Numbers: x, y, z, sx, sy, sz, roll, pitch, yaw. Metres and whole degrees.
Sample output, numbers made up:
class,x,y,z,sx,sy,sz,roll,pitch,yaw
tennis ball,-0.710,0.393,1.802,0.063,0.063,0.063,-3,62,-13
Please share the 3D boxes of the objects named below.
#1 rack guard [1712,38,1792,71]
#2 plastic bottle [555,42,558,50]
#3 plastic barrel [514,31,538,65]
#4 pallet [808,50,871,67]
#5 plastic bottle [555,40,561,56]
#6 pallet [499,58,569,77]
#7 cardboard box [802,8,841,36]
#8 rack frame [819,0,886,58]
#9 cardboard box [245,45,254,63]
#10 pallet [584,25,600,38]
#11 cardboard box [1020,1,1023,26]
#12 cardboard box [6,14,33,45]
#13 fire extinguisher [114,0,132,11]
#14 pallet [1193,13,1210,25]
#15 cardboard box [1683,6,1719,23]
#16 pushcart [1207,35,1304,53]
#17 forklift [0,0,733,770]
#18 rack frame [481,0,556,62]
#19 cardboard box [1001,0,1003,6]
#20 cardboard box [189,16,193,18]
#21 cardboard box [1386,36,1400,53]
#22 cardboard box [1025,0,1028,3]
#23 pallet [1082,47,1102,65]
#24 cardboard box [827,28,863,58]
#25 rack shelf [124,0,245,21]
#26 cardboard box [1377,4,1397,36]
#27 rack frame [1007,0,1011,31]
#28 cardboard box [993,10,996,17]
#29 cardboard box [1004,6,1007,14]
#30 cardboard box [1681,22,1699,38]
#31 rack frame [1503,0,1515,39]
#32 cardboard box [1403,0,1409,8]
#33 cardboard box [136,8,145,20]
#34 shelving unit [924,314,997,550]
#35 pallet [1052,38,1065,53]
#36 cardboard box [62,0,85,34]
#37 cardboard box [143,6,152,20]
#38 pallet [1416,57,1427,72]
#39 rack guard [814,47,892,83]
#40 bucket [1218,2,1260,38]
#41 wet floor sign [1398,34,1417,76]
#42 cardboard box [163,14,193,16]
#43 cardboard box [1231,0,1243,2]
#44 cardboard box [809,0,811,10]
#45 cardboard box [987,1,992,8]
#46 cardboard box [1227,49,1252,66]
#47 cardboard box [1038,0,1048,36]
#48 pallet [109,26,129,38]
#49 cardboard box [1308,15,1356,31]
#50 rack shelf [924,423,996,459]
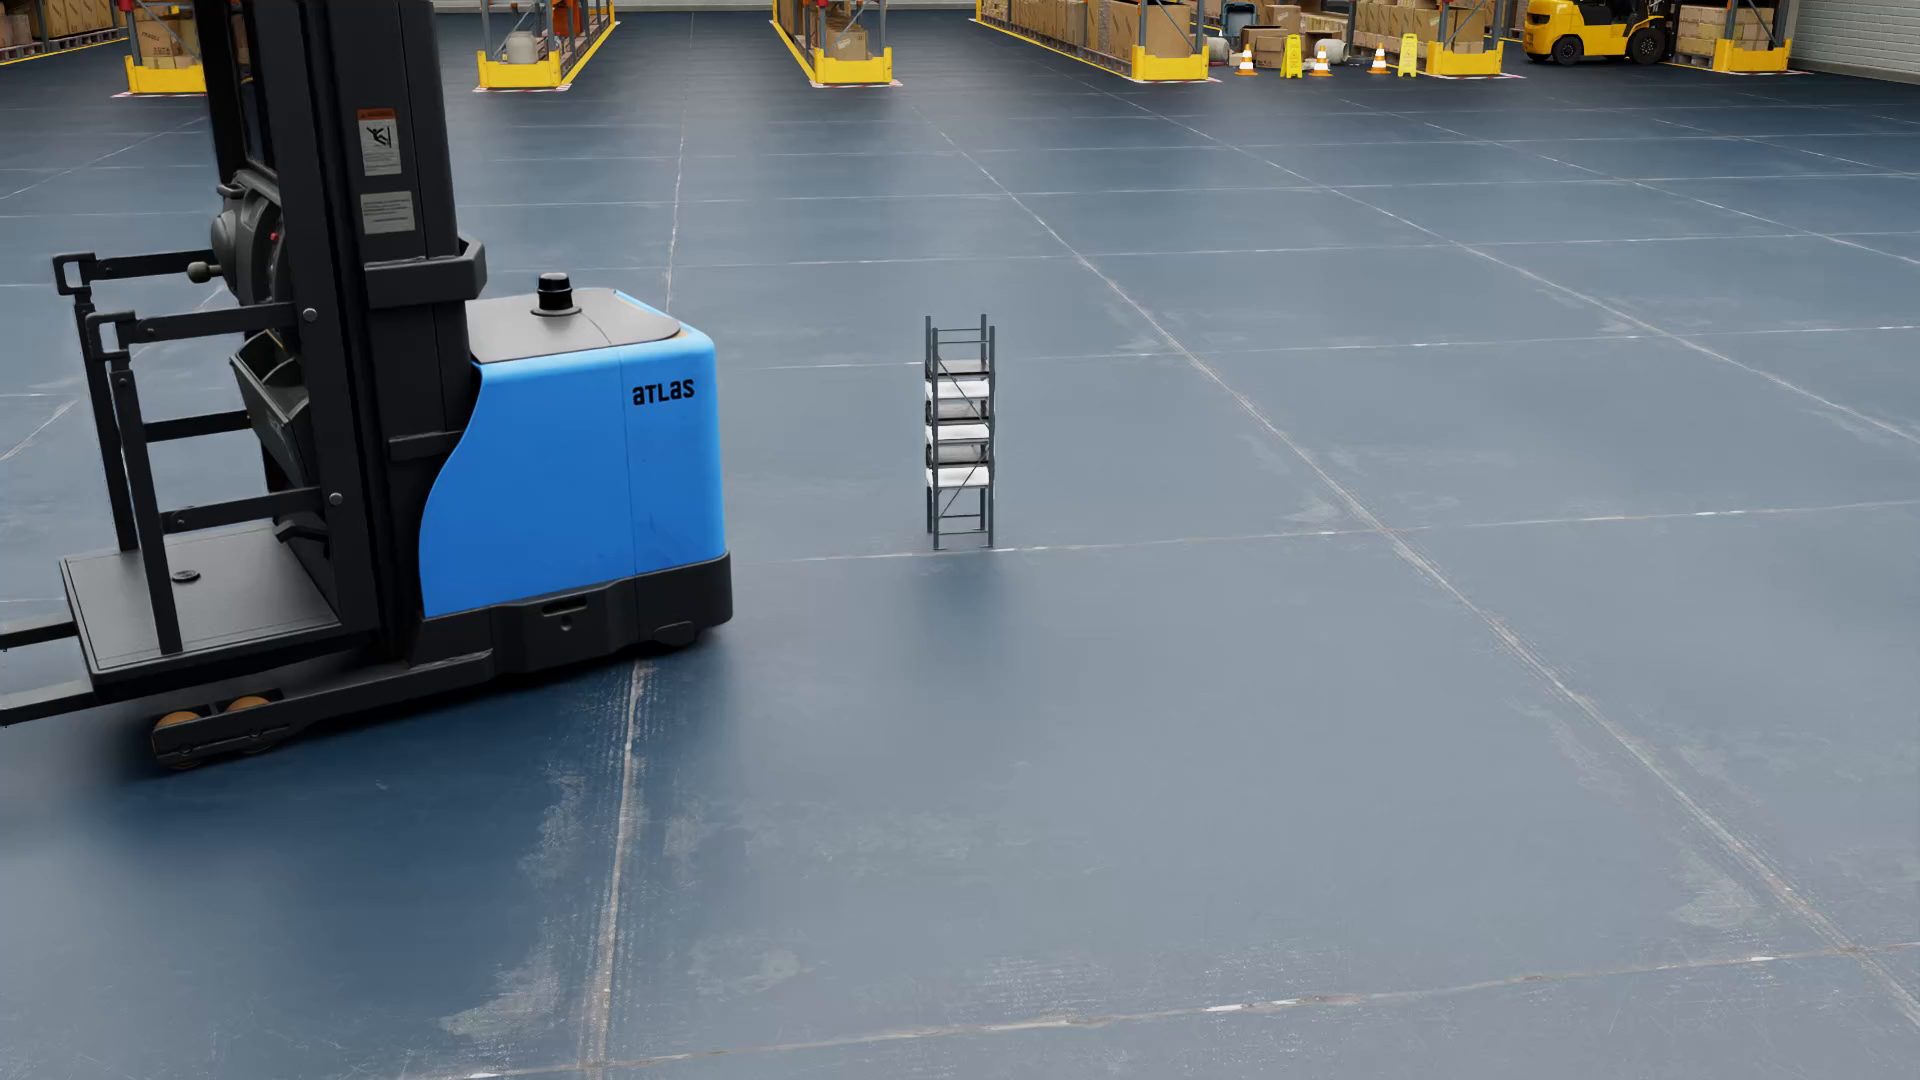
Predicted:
class,x,y,z,sx,sy,sz,roll,pitch,yaw
rack guard,13.089,-8.024,27.486,1.175,0.500,0.348,-3,21,-8
plastic bottle,-6.501,-7.859,26.723,0.061,0.283,0.133,-3,21,-7
plastic barrel,-6.776,-7.631,25.816,0.421,0.512,0.421,0,20,0
pallet,-2.077,-8.300,28.637,1.003,0.211,1.213,-3,21,-8
plastic bottle,-6.638,-8.074,27.311,0.152,0.276,0.135,-3,21,-7
pallet,-6.875,-7.623,26.824,1.003,0.211,1.213,-3,21,-8
cardboard box,-2.669,-10.026,32.217,0.700,0.500,0.500,-4,21,-11
rack frame,-1.632,-8.452,25.059,1.000,3.000,0.127,-3,21,-8
cardboard box,-11.580,-7.752,26.513,0.500,0.250,0.500,-3,21,-8
pallet,-8.193,-10.781,35.281,1.003,0.211,1.213,-3,21,-8
cardboard box,1.572,-11.215,35.428,0.500,0.500,0.500,-3,21,-7
cardboard box,-17.335,-9.261,30.168,0.700,0.500,0.500,-3,21,-7
fire extinguisher,-11.878,-7.853,23.566,0.296,0.674,0.183,-3,21,-8
pallet,6.233,-12.491,39.858,1.003,0.211,1.213,-3,21,-8
cardboard box,12.631,-8.901,28.161,0.500,0.250,0.500,-3,21,-7
pushcart,5.349,-8.976,30.210,1.648,0.377,0.936,-11,23,-26
forklift,-2.317,-0.907,4.956,3.031,2.935,1.130,-12,24,-29
rack frame,-6.534,-8.202,24.390,1.000,3.000,0.127,-3,21,-8
cardboard box,1.133,-12.244,37.836,0.380,0.149,0.250,-3,21,-8
cardboard box,-11.452,-7.756,25.453,0.500,0.500,0.500,-3,21,-8
cardboard box,7.644,-8.487,28.483,0.500,0.250,0.500,-4,21,-10
cardboard box,1.638,-11.389,34.822,0.500,0.250,0.500,-2,21,-6
pallet,2.746,-8.479,29.115,1.003,0.211,1.213,-3,21,-8
cardboard box,-1.826,-7.900,26.553,0.500,0.500,0.500,2,21,6
rack shelf,-11.724,-8.309,25.704,1.077,0.370,4.000,-3,21,-8
cardboard box,7.577,-9.014,28.822,0.500,0.500,0.500,-2,21,-5
rack frame,1.561,-12.822,36.759,1.000,3.000,0.127,-3,21,-8
cardboard box,0.979,-12.336,38.931,0.380,0.149,0.250,-3,21,-8
cardboard box,1.201,-11.916,37.381,0.380,0.149,0.250,-3,21,-7
cardboard box,12.644,-8.673,28.266,0.500,0.250,0.500,-3,21,-8
rack frame,11.932,-11.973,34.487,1.000,3.000,0.127,-3,21,-8
cardboard box,7.648,-8.991,27.832,0.380,0.149,0.250,-3,21,-7
cardboard box,-18.214,-11.499,36.189,0.700,0.500,0.500,-2,21,-6
shelving unit,-0.001,-0.424,6.566,0.258,0.900,0.210,-3,21,-8
pallet,2.349,-9.433,31.669,1.003,0.211,1.213,-3,21,-8
cardboard box,-17.586,-10.227,32.283,0.750,0.750,0.750,-3,21,-8
cardboard box,-18.298,-11.683,36.683,0.700,0.500,0.500,-4,21,-10
pallet,8.081,-7.955,27.713,1.003,0.211,1.213,-3,21,-8
rack guard,-1.643,-7.307,25.567,1.175,0.500,0.348,-3,21,-8
bucket,5.015,-9.300,29.835,0.726,0.611,0.620,4,11,11
wet floor sign,7.143,-7.729,26.488,0.267,0.644,0.232,4,21,11
cardboard box,-12.037,-7.903,25.847,0.500,0.500,0.500,-3,21,-8
cardboard box,6.613,-12.097,37.255,0.875,0.875,0.875,-2,21,-6
cardboard box,-2.659,-10.378,32.087,0.500,0.250,0.500,-2,21,-6
cardboard box,0.842,-12.741,39.591,0.380,0.149,0.250,-2,21,-6
cardboard box,4.784,-8.269,28.477,0.396,0.266,0.258,1,20,2
cardboard box,2.136,-10.365,32.794,1.050,0.750,0.750,-3,21,-8
pallet,-18.099,-10.818,35.380,1.003,0.211,1.213,-3,21,-8
cardboard box,7.311,-9.973,32.288,0.950,0.372,0.625,-2,21,-6
rack shelf,-0.001,-0.393,6.578,0.258,0.077,0.200,-3,21,-8
